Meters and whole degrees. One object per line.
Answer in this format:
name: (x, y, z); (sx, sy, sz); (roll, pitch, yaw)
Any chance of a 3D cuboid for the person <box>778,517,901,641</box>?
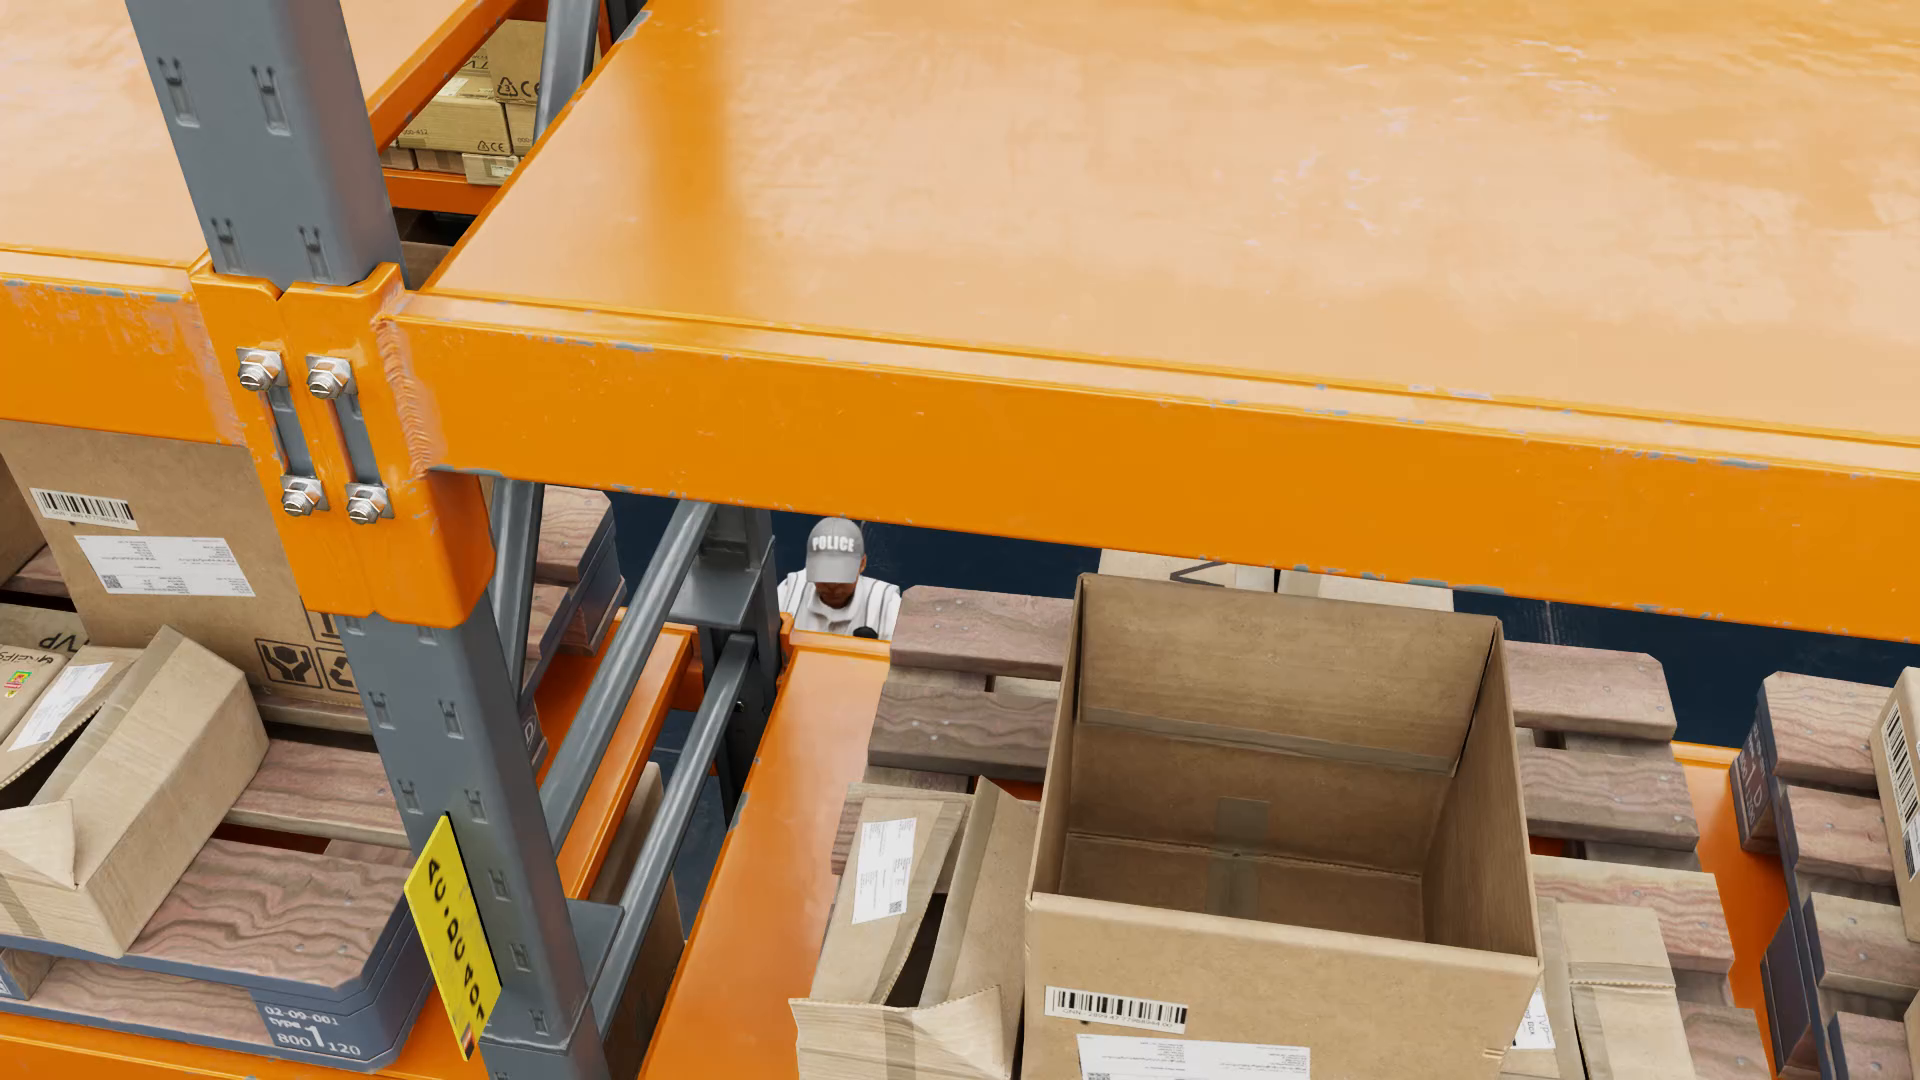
person: (-0.413, 0.658, 5.402); (0.454, 1.655, 0.541); (7, 41, 8)
